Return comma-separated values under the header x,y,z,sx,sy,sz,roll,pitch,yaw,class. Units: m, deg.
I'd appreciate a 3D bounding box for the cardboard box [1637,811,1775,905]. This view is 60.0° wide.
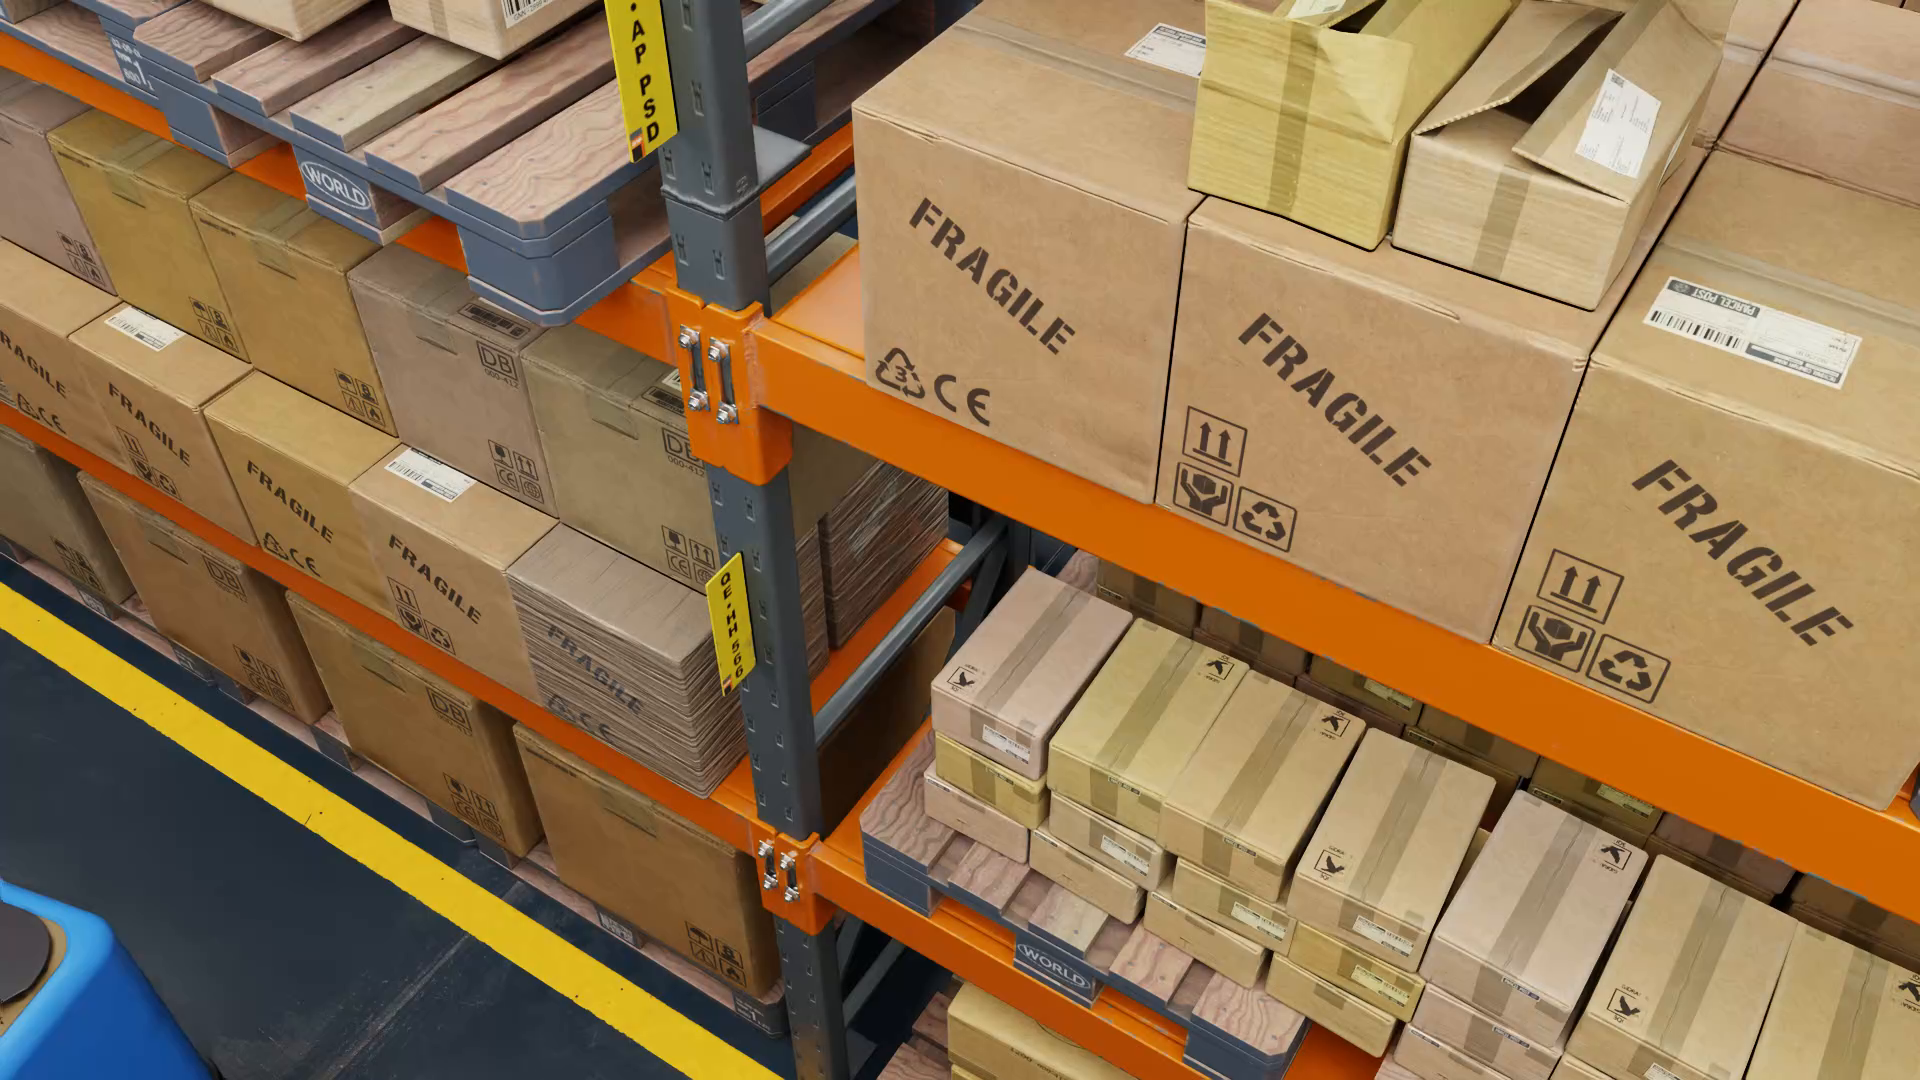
x,y,z,sx,sy,sz,roll,pitch,yaw,class
1.599,0.588,3.470,0.250,0.149,0.380,26,51,23,cardboard box

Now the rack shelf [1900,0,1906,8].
x,y,z,sx,sy,sz,roll,pitch,yaw,class
4.306,-1.697,6.309,4.000,0.370,1.077,25,51,22,rack shelf

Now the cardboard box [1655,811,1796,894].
x,y,z,sx,sy,sz,roll,pitch,yaw,class
1.608,0.485,3.362,0.250,0.149,0.380,26,51,23,cardboard box

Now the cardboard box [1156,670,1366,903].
x,y,z,sx,sy,sz,roll,pitch,yaw,class
0.575,0.463,3.176,0.250,0.149,0.380,24,51,22,cardboard box

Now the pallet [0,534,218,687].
x,y,z,sx,sy,sz,roll,pitch,yaw,class
-2.818,-0.090,6.191,1.213,0.211,1.003,25,51,22,pallet

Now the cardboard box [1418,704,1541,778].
x,y,z,sx,sy,sz,roll,pitch,yaw,class
1.180,0.287,3.554,0.250,0.149,0.380,25,51,22,cardboard box

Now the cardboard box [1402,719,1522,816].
x,y,z,sx,sy,sz,roll,pitch,yaw,class
1.155,0.383,3.668,0.250,0.149,0.380,24,50,22,cardboard box

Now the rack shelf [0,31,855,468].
x,y,z,sx,sy,sz,roll,pitch,yaw,class
-1.824,-1.336,3.866,4.000,0.370,1.077,25,51,22,rack shelf

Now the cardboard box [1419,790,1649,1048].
x,y,z,sx,sy,sz,roll,pitch,yaw,class
1.027,0.670,2.975,0.250,0.149,0.380,27,52,24,cardboard box

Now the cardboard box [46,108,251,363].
x,y,z,sx,sy,sz,roll,pitch,yaw,class
-1.803,-0.920,4.285,0.500,0.500,0.700,24,51,22,cardboard box

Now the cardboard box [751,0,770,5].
x,y,z,sx,sy,sz,roll,pitch,yaw,class
-0.335,-1.132,2.979,0.250,0.149,0.380,23,50,21,cardboard box

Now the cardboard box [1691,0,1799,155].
x,y,z,sx,sy,sz,roll,pitch,yaw,class
0.905,-0.593,2.574,0.500,0.500,0.500,25,51,22,cardboard box

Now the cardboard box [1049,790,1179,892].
x,y,z,sx,sy,sz,roll,pitch,yaw,class
0.387,0.483,3.364,0.250,0.149,0.380,27,52,24,cardboard box

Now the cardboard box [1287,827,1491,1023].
x,y,z,sx,sy,sz,roll,pitch,yaw,class
0.826,0.682,3.171,0.250,0.149,0.380,25,51,22,cardboard box

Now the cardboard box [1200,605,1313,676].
x,y,z,sx,sy,sz,roll,pitch,yaw,class
0.747,0.090,3.746,0.250,0.149,0.380,27,51,23,cardboard box

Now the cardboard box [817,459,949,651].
x,y,z,sx,sy,sz,roll,pitch,yaw,class
-0.373,-0.138,4.223,0.500,0.500,0.500,25,51,23,cardboard box

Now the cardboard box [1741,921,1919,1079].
x,y,z,sx,sy,sz,roll,pitch,yaw,class
1.459,0.870,2.781,0.250,0.149,0.380,24,50,22,cardboard box

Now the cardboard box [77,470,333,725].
x,y,z,sx,sy,sz,roll,pitch,yaw,class
-2.127,-0.116,5.547,0.750,0.750,1.050,25,51,22,cardboard box

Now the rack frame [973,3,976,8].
x,y,z,sx,sy,sz,roll,pitch,yaw,class
-0.066,-0.762,5.526,0.015,2.100,0.400,25,51,22,rack frame

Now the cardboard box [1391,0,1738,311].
x,y,z,sx,sy,sz,roll,pitch,yaw,class
0.721,-0.516,1.965,0.258,0.266,0.396,25,51,22,cardboard box

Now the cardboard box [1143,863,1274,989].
x,y,z,sx,sy,sz,roll,pitch,yaw,class
0.580,0.678,3.382,0.250,0.149,0.380,27,52,24,cardboard box

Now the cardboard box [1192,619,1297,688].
x,y,z,sx,sy,sz,roll,pitch,yaw,class
0.731,0.185,3.861,0.250,0.149,0.380,25,51,22,cardboard box

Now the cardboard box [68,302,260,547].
x,y,z,sx,sy,sz,roll,pitch,yaw,class
-1.938,-0.397,4.475,0.500,0.500,0.500,25,51,23,cardboard box

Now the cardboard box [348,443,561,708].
x,y,z,sx,sy,sz,roll,pitch,yaw,class
-1.084,-0.008,4.096,0.500,0.500,0.500,25,51,22,cardboard box

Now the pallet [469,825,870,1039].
x,y,z,sx,sy,sz,roll,pitch,yaw,class
-0.764,0.854,5.273,1.213,0.211,1.003,25,51,22,pallet

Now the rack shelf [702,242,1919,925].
x,y,z,sx,sy,sz,roll,pitch,yaw,class
1.543,0.213,2.361,4.000,0.370,1.077,25,51,22,rack shelf

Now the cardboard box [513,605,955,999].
x,y,z,sx,sy,sz,roll,pitch,yaw,class
-0.605,0.581,4.870,0.750,0.750,1.050,24,50,22,cardboard box

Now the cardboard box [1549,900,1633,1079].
x,y,z,sx,sy,sz,roll,pitch,yaw,class
1.242,0.877,2.981,0.250,0.149,0.380,24,51,22,cardboard box

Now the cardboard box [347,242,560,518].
x,y,z,sx,sy,sz,roll,pitch,yaw,class
-0.940,-0.525,3.901,0.500,0.500,0.700,24,50,22,cardboard box

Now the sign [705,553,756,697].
x,y,z,sx,sy,sz,roll,pitch,yaw,class
-0.438,0.166,3.190,0.005,0.325,0.100,25,51,22,sign

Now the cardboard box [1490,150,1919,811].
x,y,z,sx,sy,sz,roll,pitch,yaw,class
1.045,-0.085,2.080,0.500,0.500,0.500,25,51,22,cardboard box

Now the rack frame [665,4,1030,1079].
x,y,z,sx,sy,sz,roll,pitch,yaw,class
-0.141,0.233,3.932,0.127,3.000,1.000,25,51,22,rack frame

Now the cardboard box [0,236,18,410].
x,y,z,sx,sy,sz,roll,pitch,yaw,class
-2.785,-0.789,4.856,0.500,0.500,0.500,25,51,22,cardboard box

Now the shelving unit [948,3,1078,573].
x,y,z,sx,sy,sz,roll,pitch,yaw,class
0.139,-0.668,5.435,0.503,2.100,0.431,25,51,22,shelving unit

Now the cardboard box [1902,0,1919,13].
x,y,z,sx,sy,sz,roll,pitch,yaw,class
3.753,-2.010,6.042,0.500,0.500,0.500,24,50,21,cardboard box

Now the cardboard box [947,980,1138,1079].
x,y,z,sx,sy,sz,roll,pitch,yaw,class
0.309,1.110,4.007,0.500,0.250,0.500,23,50,20,cardboard box

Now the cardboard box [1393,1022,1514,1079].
x,y,z,sx,sy,sz,roll,pitch,yaw,class
1.033,0.883,3.183,0.250,0.149,0.380,26,51,23,cardboard box

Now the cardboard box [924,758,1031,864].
x,y,z,sx,sy,sz,roll,pitch,yaw,class
0.127,0.470,3.584,0.250,0.149,0.380,24,50,22,cardboard box

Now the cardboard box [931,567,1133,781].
x,y,z,sx,sy,sz,roll,pitch,yaw,class
0.147,0.265,3.369,0.250,0.149,0.380,25,51,22,cardboard box

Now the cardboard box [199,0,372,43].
x,y,z,sx,sy,sz,roll,pitch,yaw,class
-1.183,-1.186,2.919,0.500,0.311,0.500,25,51,22,cardboard box

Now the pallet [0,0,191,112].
x,y,z,sx,sy,sz,roll,pitch,yaw,class
-1.654,-1.395,3.554,1.213,0.211,1.003,27,52,24,pallet

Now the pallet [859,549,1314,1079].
x,y,z,sx,sy,sz,roll,pitch,yaw,class
0.517,0.512,3.795,1.003,0.211,1.213,25,51,22,pallet

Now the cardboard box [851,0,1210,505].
x,y,z,sx,sy,sz,roll,pitch,yaw,class
0.196,-0.465,2.449,0.500,0.500,0.500,25,51,22,cardboard box
